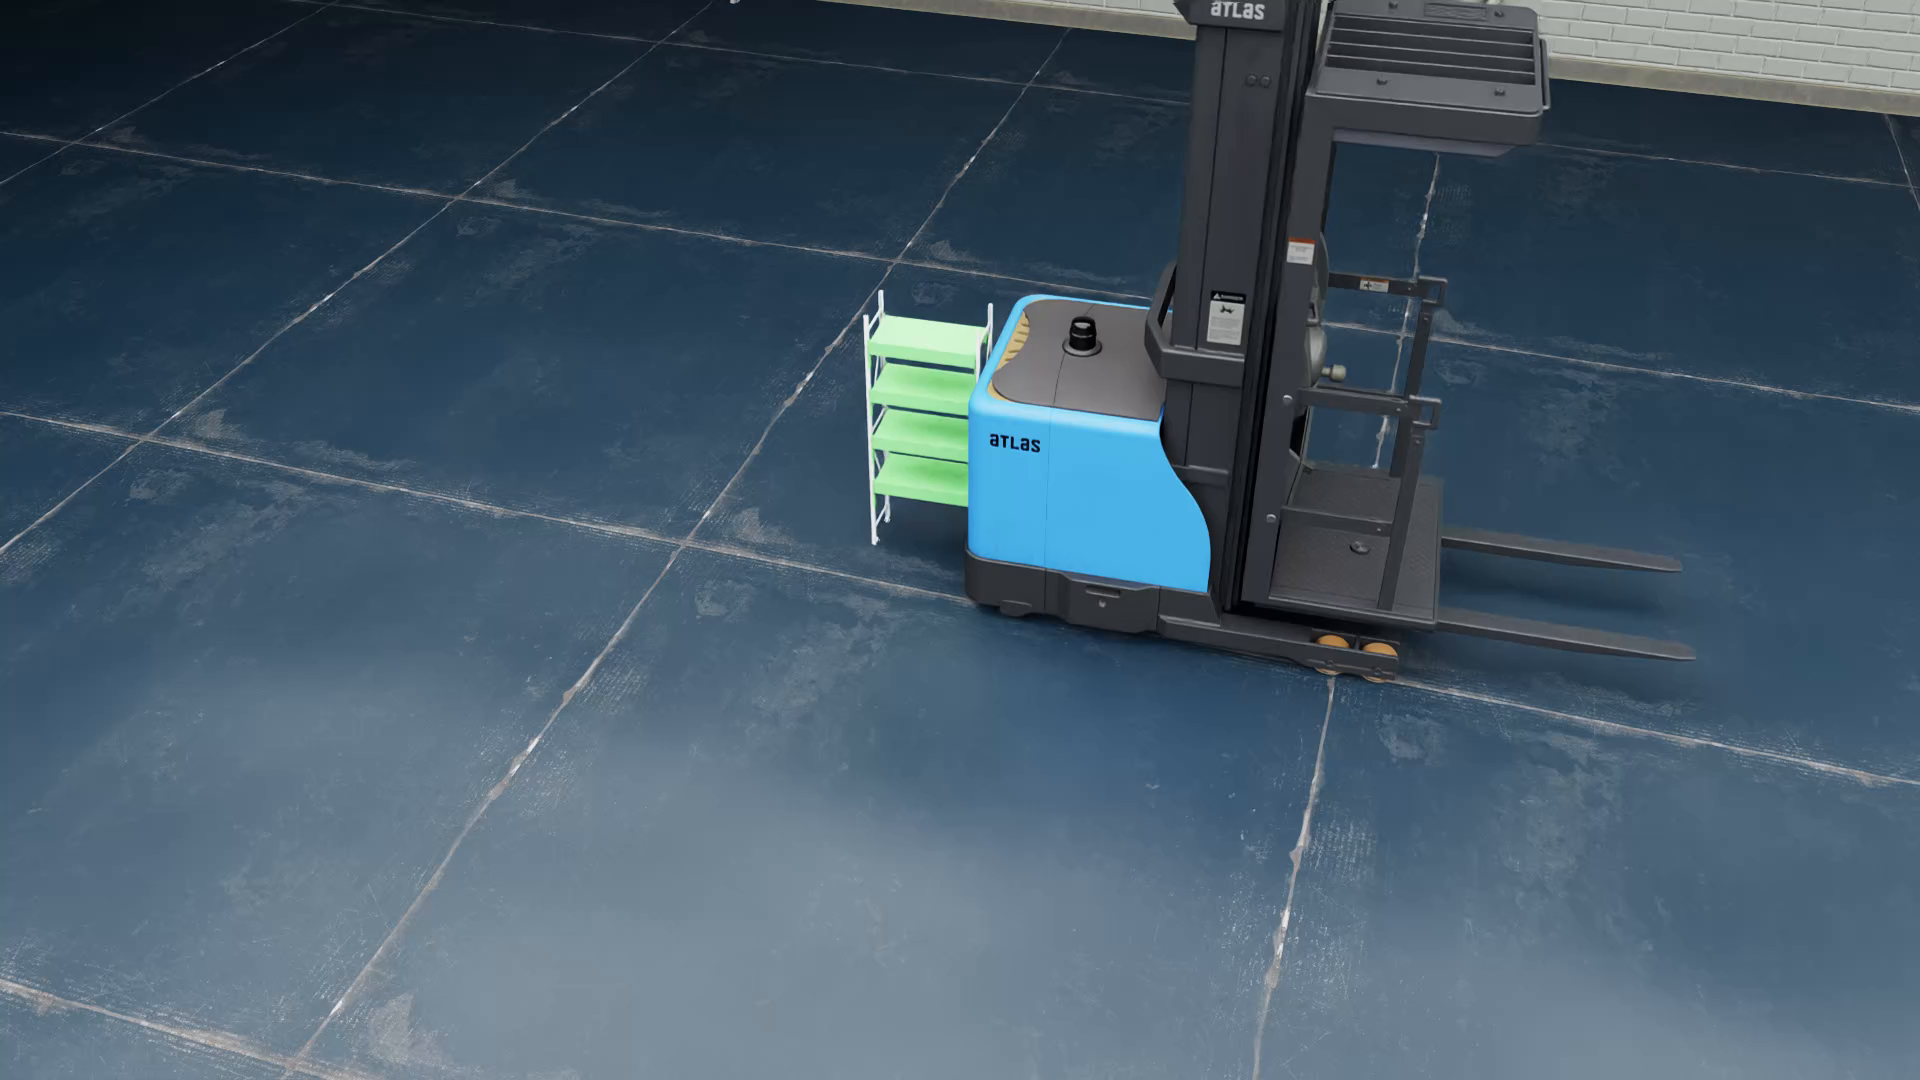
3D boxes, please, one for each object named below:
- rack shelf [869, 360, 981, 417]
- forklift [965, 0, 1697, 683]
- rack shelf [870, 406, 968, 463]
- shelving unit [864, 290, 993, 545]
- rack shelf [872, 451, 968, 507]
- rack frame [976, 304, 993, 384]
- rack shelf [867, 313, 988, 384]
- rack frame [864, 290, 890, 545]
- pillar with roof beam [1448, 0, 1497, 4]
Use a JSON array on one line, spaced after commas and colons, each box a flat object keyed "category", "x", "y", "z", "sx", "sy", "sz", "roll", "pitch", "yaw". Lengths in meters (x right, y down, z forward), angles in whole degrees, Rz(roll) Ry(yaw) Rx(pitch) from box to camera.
[{"category": "rack shelf", "x": -0.133, "y": -0.634, "z": 7.303, "sx": 0.480, "sy": 0.148, "sz": 0.258, "roll": 9, "pitch": 37, "yaw": 12}, {"category": "forklift", "x": 1.595, "y": -0.936, "z": 6.549, "sx": 3.031, "sy": 2.935, "sz": 1.130, "roll": 9, "pitch": 37, "yaw": 12}, {"category": "rack shelf", "x": -0.133, "y": -0.441, "z": 7.445, "sx": 0.480, "sy": 0.148, "sz": 0.258, "roll": 9, "pitch": 37, "yaw": 12}, {"category": "shelving unit", "x": -0.133, "y": -0.492, "z": 7.407, "sx": 0.503, "sy": 1.200, "sz": 0.258, "roll": 9, "pitch": 37, "yaw": 12}, {"category": "rack shelf", "x": -0.133, "y": -0.248, "z": 7.587, "sx": 0.480, "sy": 0.148, "sz": 0.258, "roll": 9, "pitch": 37, "yaw": 12}, {"category": "rack frame", "x": 0.103, "y": -0.456, "z": 7.358, "sx": 0.015, "sy": 1.200, "sz": 0.240, "roll": 9, "pitch": 37, "yaw": 12}, {"category": "rack shelf", "x": -0.133, "y": -0.828, "z": 7.160, "sx": 0.480, "sy": 0.148, "sz": 0.258, "roll": 9, "pitch": 37, "yaw": 12}, {"category": "rack frame", "x": -0.369, "y": -0.529, "z": 7.456, "sx": 0.015, "sy": 1.200, "sz": 0.240, "roll": 9, "pitch": 37, "yaw": 12}, {"category": "pillar with roof beam", "x": 2.441, "y": -4.703, "z": 6.549, "sx": 0.400, "sy": 9.000, "sz": 9.100, "roll": 10, "pitch": 38, "yaw": 14}]
